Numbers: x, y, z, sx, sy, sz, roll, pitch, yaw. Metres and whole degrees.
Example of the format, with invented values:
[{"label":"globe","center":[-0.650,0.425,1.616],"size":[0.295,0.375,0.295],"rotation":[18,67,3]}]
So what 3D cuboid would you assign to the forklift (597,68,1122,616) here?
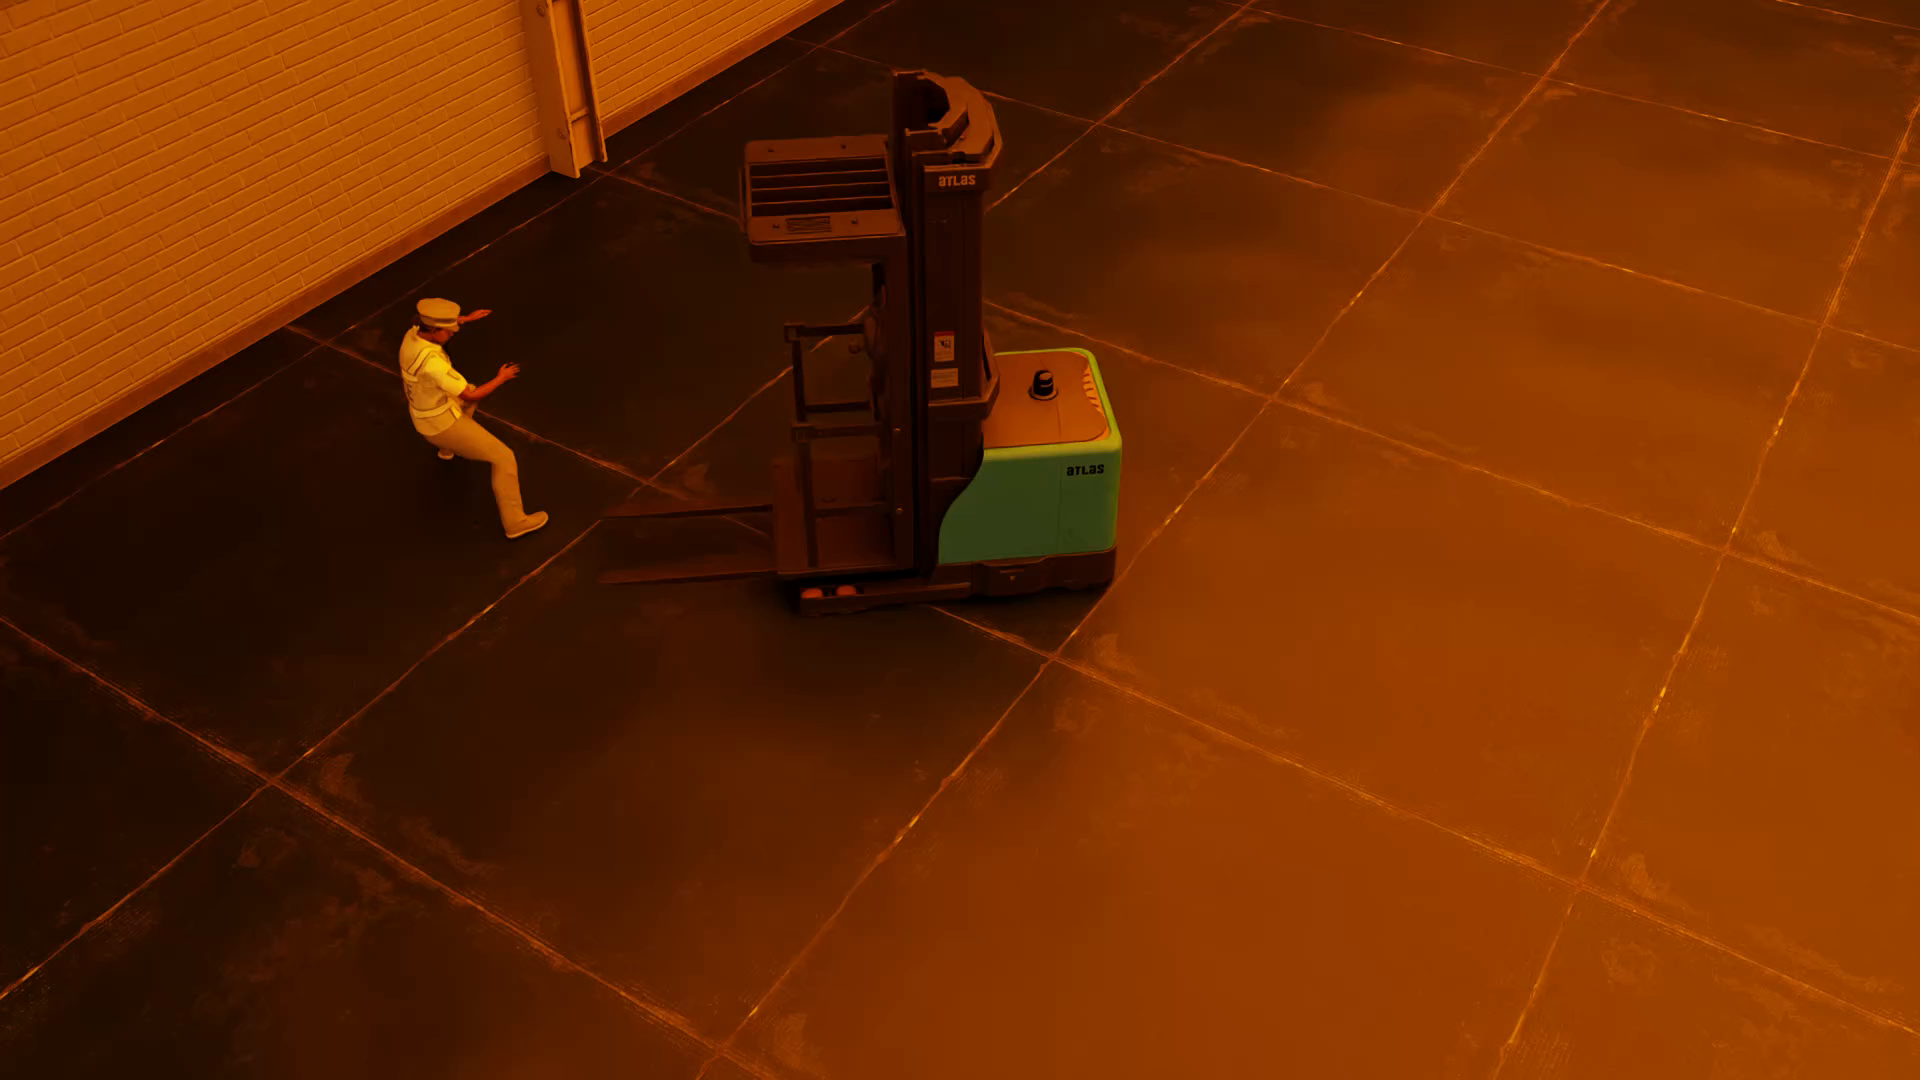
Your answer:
[{"label":"forklift","center":[-0.635,-1.035,9.189],"size":[3.031,2.935,1.130],"rotation":[-4,40,-5]}]

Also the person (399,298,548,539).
[{"label":"person","center":[-3.015,-0.864,10.140],"size":[0.670,1.438,1.126],"rotation":[-16,43,-18]}]
